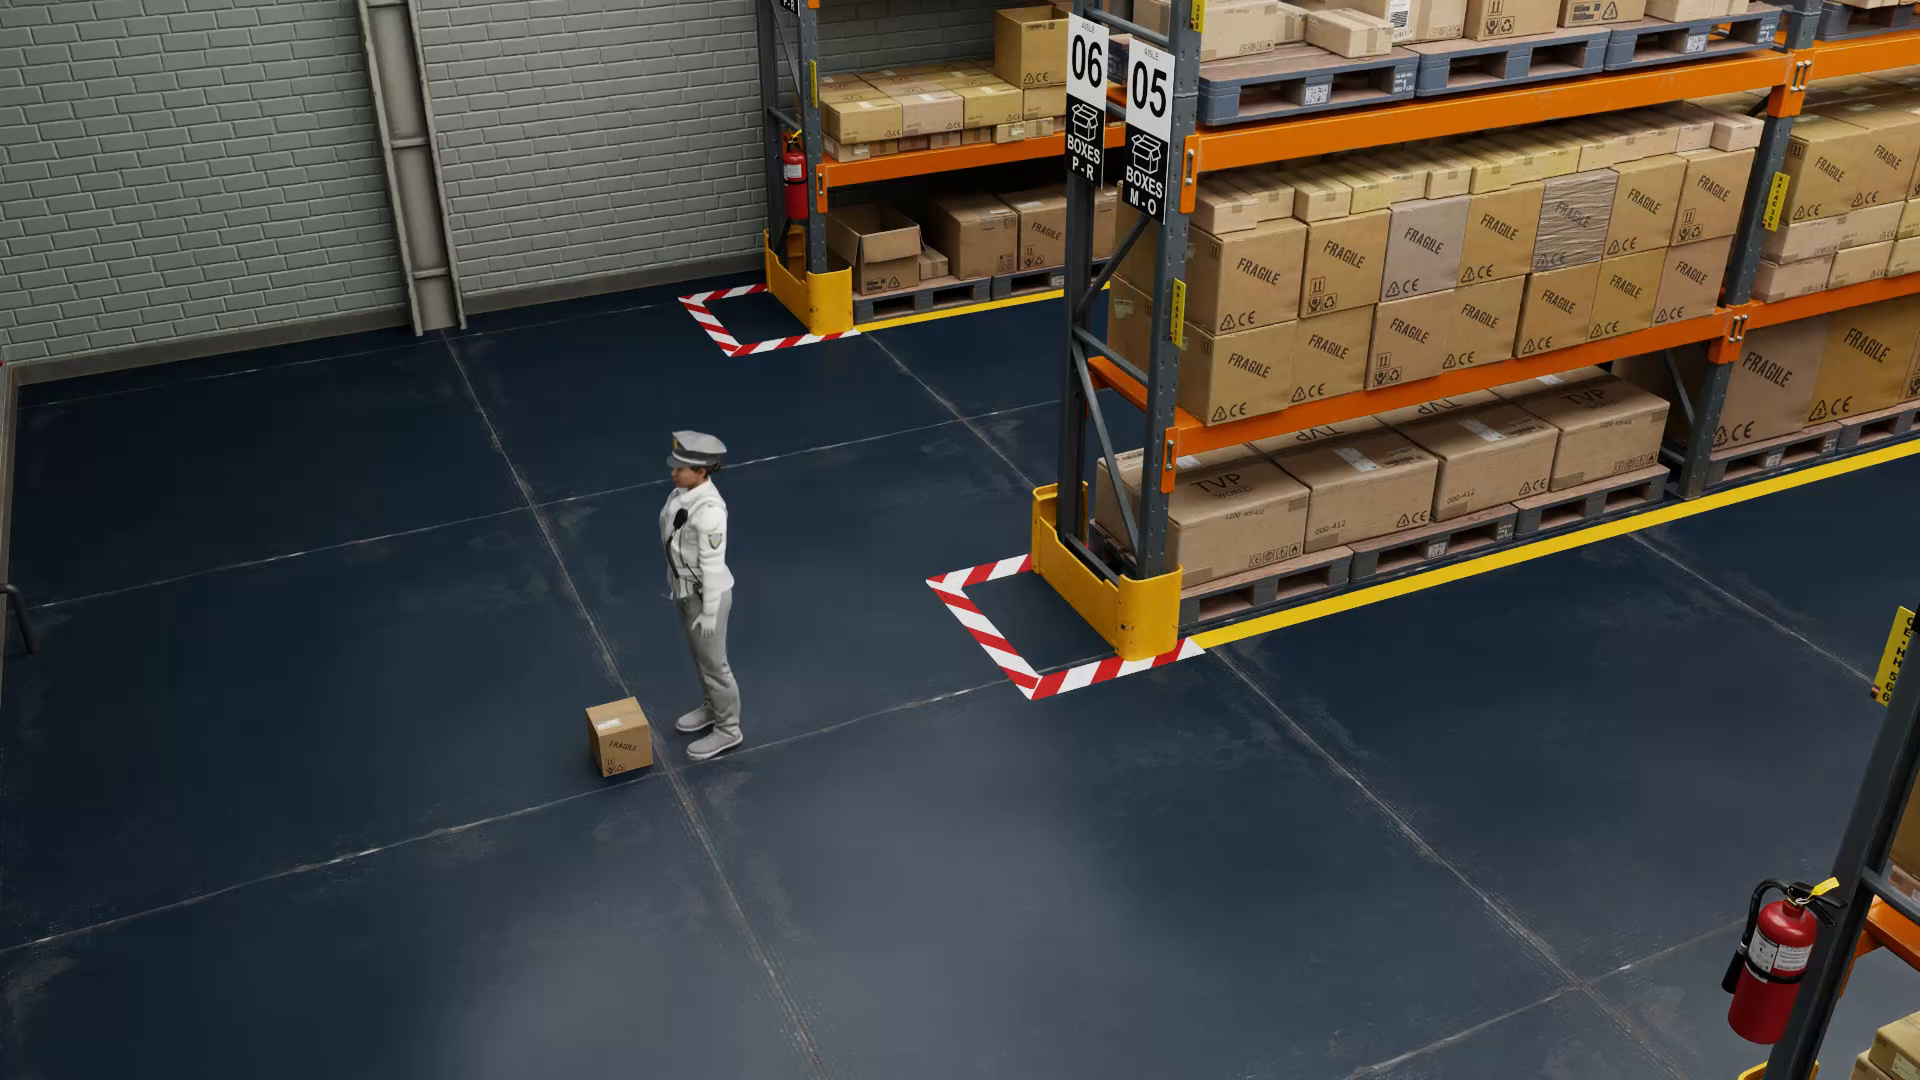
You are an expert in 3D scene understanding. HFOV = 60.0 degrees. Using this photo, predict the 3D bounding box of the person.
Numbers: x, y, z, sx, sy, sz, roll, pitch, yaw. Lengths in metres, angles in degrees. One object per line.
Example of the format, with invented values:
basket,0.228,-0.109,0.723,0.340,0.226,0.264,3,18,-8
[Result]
person,-1.245,0.252,7.981,0.347,1.690,0.472,-12,32,-21
